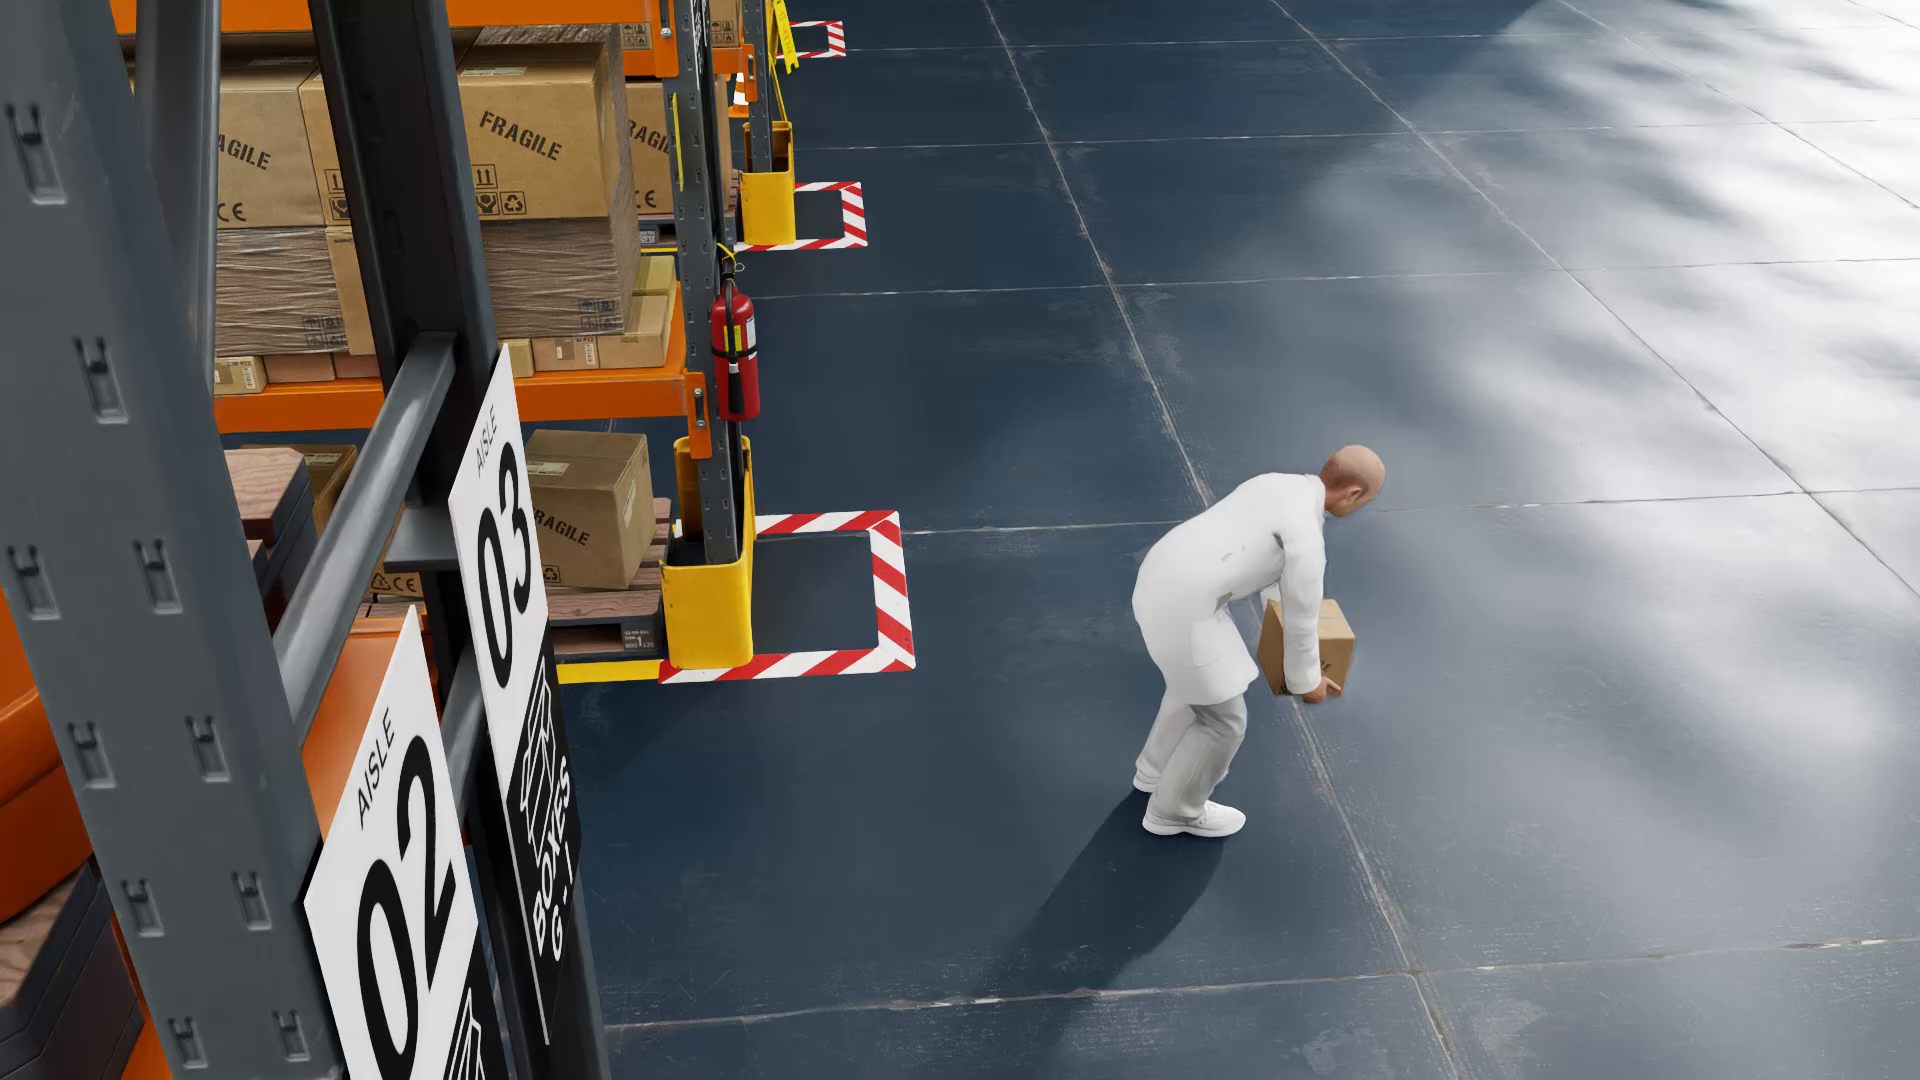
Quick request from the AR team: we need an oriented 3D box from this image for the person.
[{"bbox_3d":[1.020,0.358,5.870,0.835,1.448,0.558,-4,31,-6],"label":"person"}]
